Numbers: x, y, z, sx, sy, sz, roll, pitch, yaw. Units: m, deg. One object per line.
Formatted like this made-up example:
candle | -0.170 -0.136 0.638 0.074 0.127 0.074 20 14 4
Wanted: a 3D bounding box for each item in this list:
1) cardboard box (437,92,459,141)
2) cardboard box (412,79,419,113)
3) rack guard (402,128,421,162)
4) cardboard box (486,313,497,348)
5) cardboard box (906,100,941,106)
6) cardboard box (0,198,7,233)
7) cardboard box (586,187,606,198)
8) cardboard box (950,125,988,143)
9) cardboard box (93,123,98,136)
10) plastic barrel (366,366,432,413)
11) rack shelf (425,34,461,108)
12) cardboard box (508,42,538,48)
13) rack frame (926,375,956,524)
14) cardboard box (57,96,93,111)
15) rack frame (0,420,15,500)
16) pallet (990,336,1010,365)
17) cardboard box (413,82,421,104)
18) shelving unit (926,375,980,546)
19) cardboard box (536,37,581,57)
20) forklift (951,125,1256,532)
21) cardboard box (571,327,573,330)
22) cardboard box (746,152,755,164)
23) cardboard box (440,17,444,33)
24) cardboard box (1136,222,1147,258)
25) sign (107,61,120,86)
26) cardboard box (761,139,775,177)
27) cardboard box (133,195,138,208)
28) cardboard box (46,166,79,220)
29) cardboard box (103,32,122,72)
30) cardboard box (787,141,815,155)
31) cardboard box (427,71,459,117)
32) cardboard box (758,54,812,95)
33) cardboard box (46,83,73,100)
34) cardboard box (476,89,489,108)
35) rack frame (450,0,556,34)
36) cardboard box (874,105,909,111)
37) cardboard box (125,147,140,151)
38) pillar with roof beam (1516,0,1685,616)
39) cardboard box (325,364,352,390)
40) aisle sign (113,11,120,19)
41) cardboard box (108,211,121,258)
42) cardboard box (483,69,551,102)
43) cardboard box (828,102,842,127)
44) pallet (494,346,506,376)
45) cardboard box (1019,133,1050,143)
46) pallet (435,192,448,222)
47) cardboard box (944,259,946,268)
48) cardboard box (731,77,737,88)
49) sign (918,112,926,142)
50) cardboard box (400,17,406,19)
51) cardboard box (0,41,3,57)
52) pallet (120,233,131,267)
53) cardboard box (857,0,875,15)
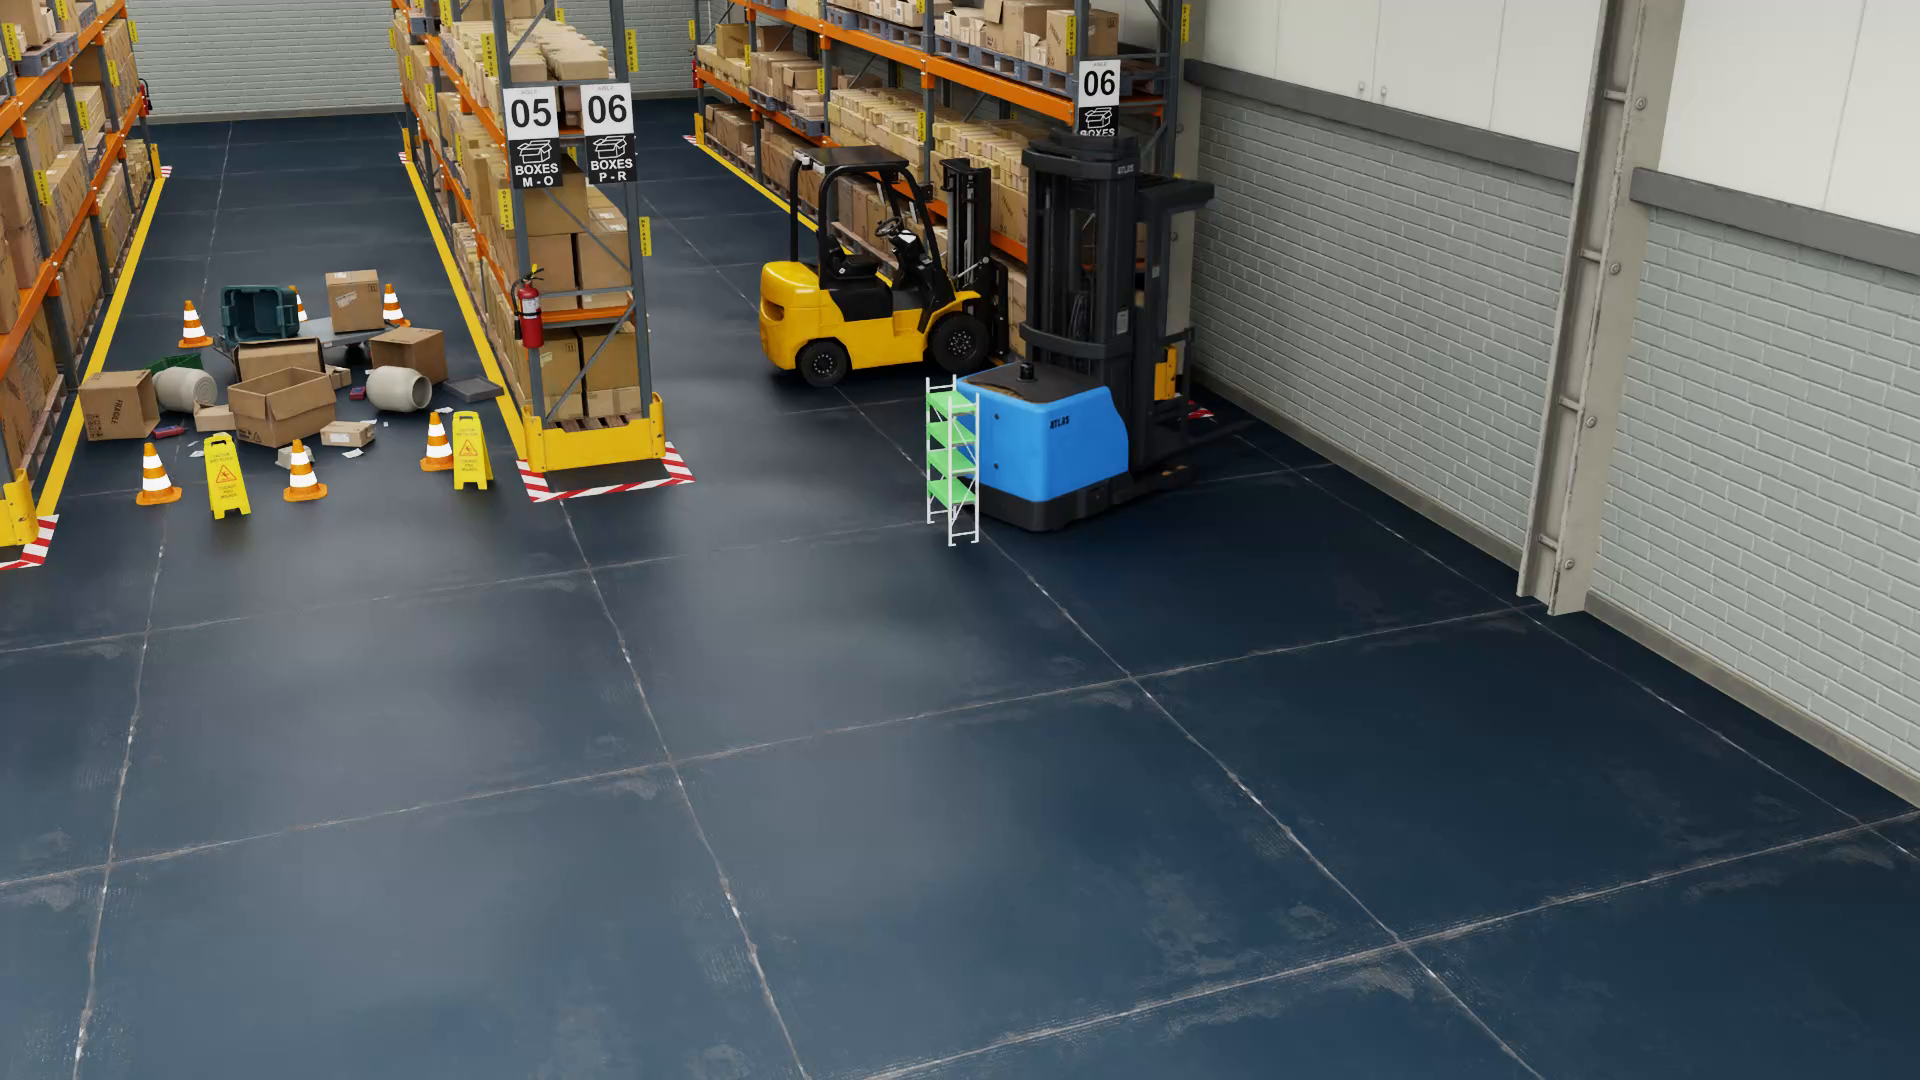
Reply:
cardboard box | -6.034 -5.154 20.188 0.500 0.500 0.500 -9 24 -20
cardboard box | -7.792 -6.606 24.555 0.500 0.500 0.500 -8 24 -19
rack guard | -8.811 -6.736 28.213 1.175 0.500 0.348 -8 24 -19
cardboard box | -4.608 -2.194 17.217 0.500 0.250 0.500 -10 25 -21
cardboard box | -0.461 -5.463 21.009 0.380 0.149 0.250 -9 24 -20
cardboard box | -8.695 -2.832 14.148 0.875 0.550 0.550 -8 24 -19
cardboard box | -3.613 -3.016 15.655 0.500 0.500 0.500 -9 24 -20
cardboard box | 0.107 -4.447 18.215 0.380 0.149 0.250 -8 24 -18
cardboard box | -11.196 -5.198 21.127 0.380 0.149 0.250 -7 24 -17
plastic barrel | -5.296 -1.421 15.701 0.512 0.421 0.421 8 24 18
rack shelf | -5.270 -5.297 18.643 1.077 0.370 4.000 -8 24 -19
cardboard box | -3.897 -4.259 14.551 0.380 0.149 0.250 -9 24 -21
rack frame | -0.145 -0.702 12.994 0.240 1.200 0.015 -8 24 -19
cardboard box | -11.299 -5.566 21.235 0.380 0.149 0.250 -9 25 -21
rack frame | -7.745 -1.350 12.215 1.000 3.000 0.127 -8 24 -19
pallet | 0.756 -2.178 17.769 1.003 0.211 1.213 -8 24 -19
cardboard box | -7.498 -6.389 23.719 0.500 0.250 0.500 -9 24 -21
shelving unit | -0.059 -0.613 12.783 0.258 1.200 0.503 -8 24 -19
cardboard box | -3.593 -4.414 14.919 0.380 0.149 0.250 -8 24 -18
forklift | 1.323 -1.888 13.579 3.031 2.935 1.130 -21 30 -40
cardboard box | -3.374 -1.867 15.475 0.500 0.500 0.500 -9 25 -21
cardboard box | -3.219 -6.150 26.734 0.380 0.149 0.250 -9 25 -21
cardboard box | -5.934 -6.062 19.706 0.396 0.266 0.258 -8 24 -19
cardboard box | 1.577 -3.012 16.030 0.500 0.500 0.500 -8 24 -17
sign | -11.467 -6.321 22.518 0.100 0.325 0.005 -8 24 -19
cardboard box | -2.787 -5.943 25.791 0.500 0.500 0.500 -7 24 -17
cardboard box | -11.813 -4.766 23.450 0.380 0.149 0.250 -9 25 -21
cardboard box | -9.625 -3.627 17.489 0.500 0.500 0.500 -8 24 -18
cardboard box | -12.263 -6.925 23.643 0.500 0.500 0.500 -8 24 -18
cardboard box | -2.349 -5.816 24.654 0.380 0.149 0.250 -7 24 -17
cardboard box | -6.404 -5.631 20.957 0.500 0.500 0.500 -9 24 -20
cardboard box | -2.603 -6.953 24.840 0.700 0.500 0.500 -8 24 -18
cardboard box | -12.420 -6.030 22.807 0.500 0.500 0.500 -8 24 -19
cardboard box | -4.122 -3.976 14.905 0.380 0.149 0.250 -9 24 -20
rack frame | -4.563 -6.284 16.196 1.000 3.000 0.127 -8 24 -19
cardboard box | -0.849 -5.295 20.611 0.380 0.149 0.250 -8 24 -19
cardboard box | -12.696 -5.881 25.329 0.380 0.149 0.250 -9 25 -21
pillar with roof beam | 0.181 -3.119 8.687 9.100 9.000 0.400 -8 24 -19
cardboard box | -6.283 -1.669 16.491 0.396 0.266 0.258 12 26 27
aisle sign | -13.143 -8.429 25.664 0.394 0.787 0.004 -8 24 -19
cardboard box | -10.764 -3.773 20.640 0.500 0.500 0.500 -8 24 -18
cardboard box | -3.747 -3.850 14.094 0.500 0.250 0.500 -9 24 -20
cardboard box | -1.429 -5.618 21.891 0.500 0.250 0.500 -8 24 -19
pallet | -4.293 -1.995 17.335 1.003 0.211 1.213 -8 24 -19
cardboard box | 0.850 -4.239 17.721 0.380 0.149 0.250 -9 24 -20
pallet | -7.046 -4.871 24.159 1.003 0.211 1.213 -8 24 -19
cardboard box | 0.141 -2.958 18.385 0.500 0.250 0.500 -8 24 -19
cardboard box | -3.507 -7.445 26.998 0.380 0.149 0.250 -9 24 -20
sign | -0.425 -4.621 18.586 0.100 0.325 0.005 -8 24 -19
cardboard box | -8.492 -8.045 25.847 0.380 0.149 0.250 -8 24 -19
cardboard box | -8.744 -4.350 14.610 0.500 0.250 0.500 -9 24 -20
pallet | -11.273 -3.699 21.377 1.003 0.211 1.213 -8 24 -19
cardboard box | -0.947 -6.657 20.144 0.500 0.500 0.500 -8 24 -18
